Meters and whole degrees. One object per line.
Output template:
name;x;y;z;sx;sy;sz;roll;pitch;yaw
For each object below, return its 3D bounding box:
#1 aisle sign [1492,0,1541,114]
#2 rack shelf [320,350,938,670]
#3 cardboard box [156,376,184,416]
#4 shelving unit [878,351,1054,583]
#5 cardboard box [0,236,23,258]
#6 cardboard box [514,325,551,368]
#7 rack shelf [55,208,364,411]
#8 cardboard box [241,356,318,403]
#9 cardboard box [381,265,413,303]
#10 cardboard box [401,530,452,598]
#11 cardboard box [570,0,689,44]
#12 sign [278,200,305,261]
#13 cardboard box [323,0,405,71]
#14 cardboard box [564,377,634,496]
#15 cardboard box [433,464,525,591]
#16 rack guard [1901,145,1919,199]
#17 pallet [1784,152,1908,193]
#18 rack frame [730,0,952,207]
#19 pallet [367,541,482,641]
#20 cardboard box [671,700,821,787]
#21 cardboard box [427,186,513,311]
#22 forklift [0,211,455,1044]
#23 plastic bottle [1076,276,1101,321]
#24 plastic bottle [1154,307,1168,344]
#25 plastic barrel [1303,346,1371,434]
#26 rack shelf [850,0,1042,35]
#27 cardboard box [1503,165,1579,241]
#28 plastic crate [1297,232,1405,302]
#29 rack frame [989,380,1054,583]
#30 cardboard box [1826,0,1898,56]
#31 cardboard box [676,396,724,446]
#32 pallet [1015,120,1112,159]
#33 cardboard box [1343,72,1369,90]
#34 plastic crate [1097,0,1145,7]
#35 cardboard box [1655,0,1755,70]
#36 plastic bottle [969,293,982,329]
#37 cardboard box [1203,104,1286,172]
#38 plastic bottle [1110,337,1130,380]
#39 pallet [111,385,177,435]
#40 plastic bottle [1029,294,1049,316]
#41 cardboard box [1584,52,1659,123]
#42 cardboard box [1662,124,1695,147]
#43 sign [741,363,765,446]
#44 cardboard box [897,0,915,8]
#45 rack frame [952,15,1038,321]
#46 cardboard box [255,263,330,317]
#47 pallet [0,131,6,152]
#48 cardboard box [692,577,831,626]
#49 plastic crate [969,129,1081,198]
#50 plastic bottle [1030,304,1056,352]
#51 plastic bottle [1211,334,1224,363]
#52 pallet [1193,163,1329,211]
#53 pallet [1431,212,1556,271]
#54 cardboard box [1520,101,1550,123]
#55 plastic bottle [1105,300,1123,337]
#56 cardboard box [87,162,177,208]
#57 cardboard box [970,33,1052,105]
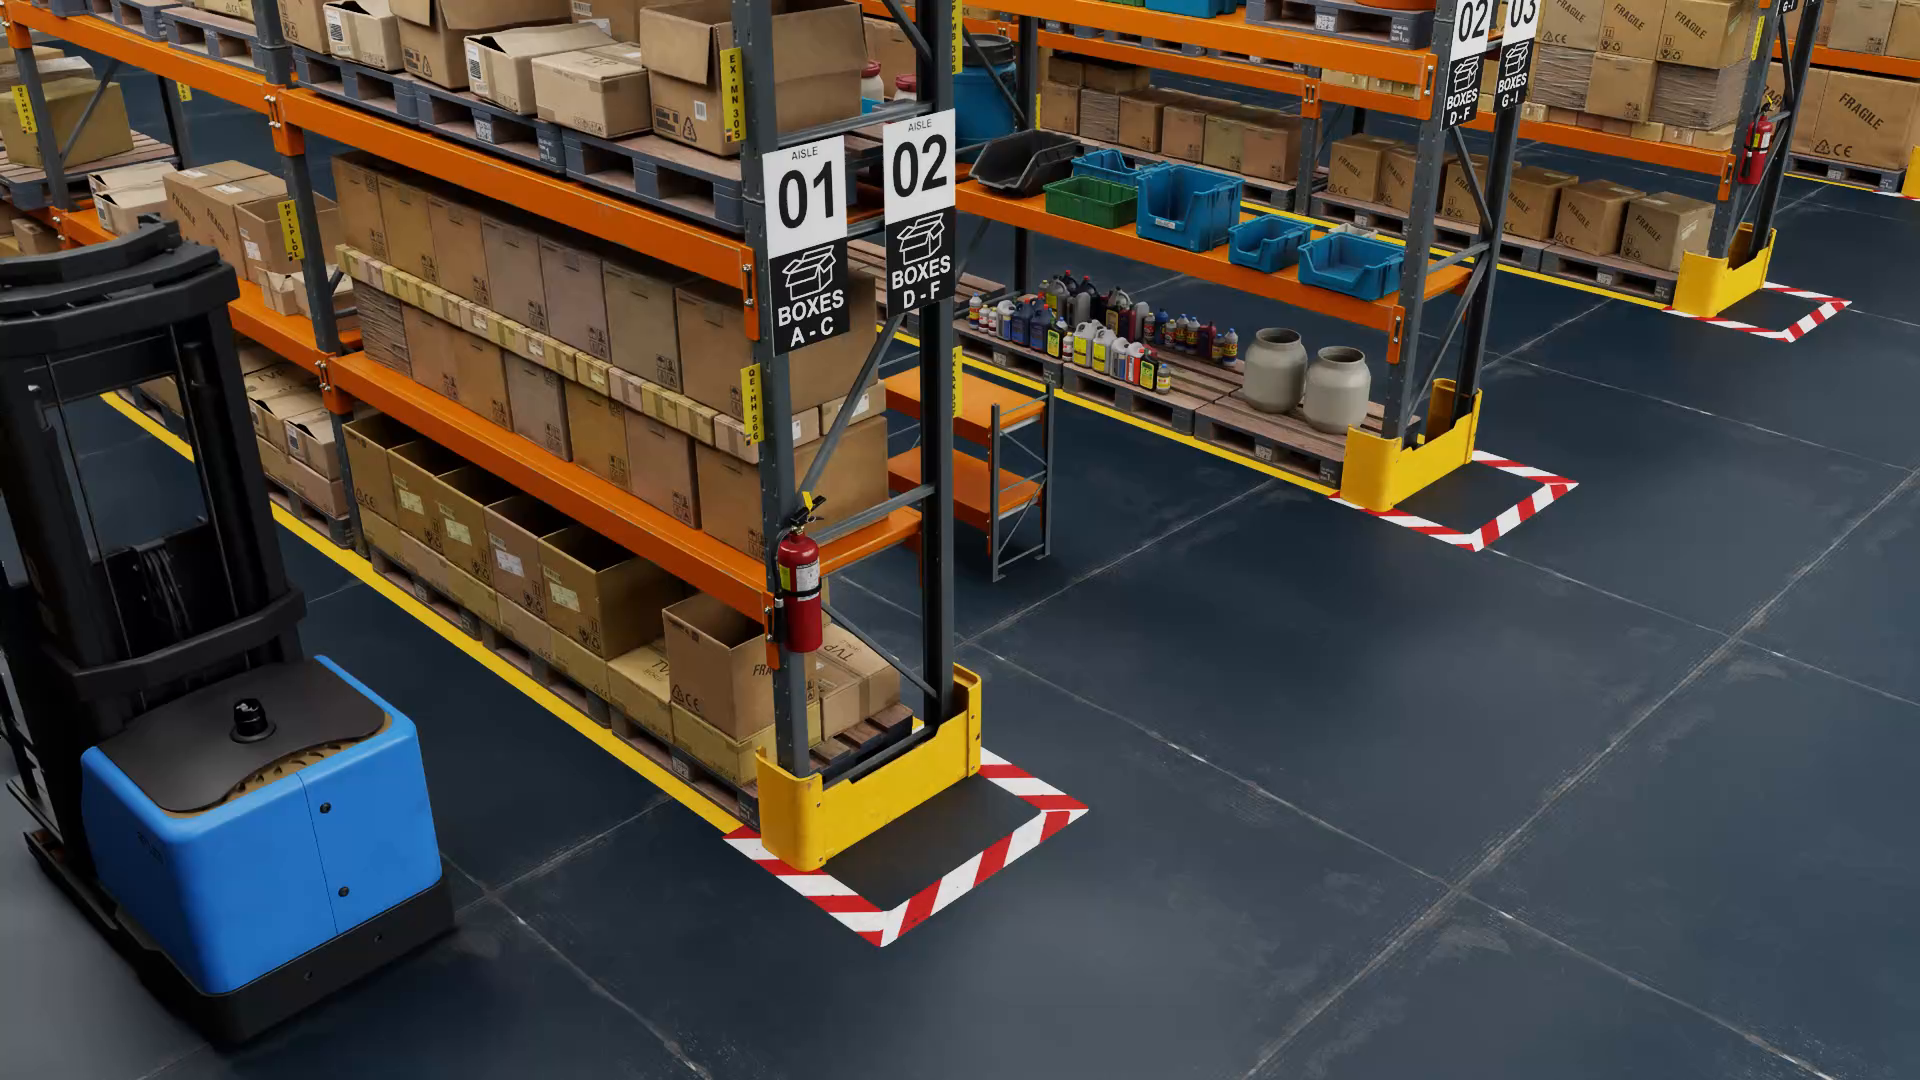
aisle sign;3.311;-2.956;9.856;0.004;0.787;0.394;25;36;38
rack shelf;-1.848;-0.423;8.605;4.000;0.370;1.077;25;36;38
cardboard box;-5.224;-1.069;11.563;0.500;0.250;0.500;23;36;37
shelving unit;-0.005;-0.500;9.992;1.048;1.125;0.538;25;36;38
cardboard box;-7.326;-2.184;13.394;0.500;0.500;0.500;23;35;37
cardboard box;-1.935;-0.987;8.101;0.250;0.149;0.380;24;36;38
rack shelf;-4.700;-1.729;11.087;4.000;0.370;1.077;25;36;38
cardboard box;-4.493;-0.980;10.791;0.500;0.311;0.500;24;36;38
cardboard box;-2.854;-1.408;8.901;0.250;0.149;0.380;23;36;37
cardboard box;-2.803;0.053;9.429;0.500;0.250;0.500;25;36;38
cardboard box;-1.414;-2.342;7.548;0.500;0.500;0.500;25;36;38
sign;-3.647;-1.689;9.079;0.005;0.325;0.100;25;36;38
cardboard box;-2.714;-2.502;8.057;0.500;0.311;0.500;22;35;36
cardboard box;-1.473;-0.624;8.106;0.500;0.500;0.700;25;37;39
cardboard box;-2.449;-0.114;8.941;0.500;0.500;0.500;25;36;38
rack guard;10.093;-3.874;17.081;0.348;0.500;1.175;25;36;38
pallet;9.451;-3.989;17.610;1.213;0.211;1.003;25;36;38
rack frame;-0.421;-2.745;5.801;0.127;3.000;1.000;25;36;38
pallet;-2.736;0.113;9.808;1.213;0.211;1.003;25;36;38
cardboard box;-1.011;0.865;7.885;0.500;0.250;0.500;25;36;38
cardboard box;-2.235;-1.542;8.458;0.500;0.500;0.700;25;36;38
forklift;-3.556;0.065;6.977;3.031;2.935;1.130;24;36;38
plastic bottle;1.000;-1.882;12.980;0.185;0.351;0.144;22;35;36
plastic bottle;1.519;-1.625;12.576;0.097;0.271;0.097;0;28;0
plastic barrel;2.531;-1.006;11.162;0.421;0.512;0.421;0;28;0
rack shelf;-0.604;-6.320;19.820;4.000;0.370;1.077;25;36;38
cardboard box;5.210;-3.059;15.079;0.500;0.500;0.500;-21;34;-35
plastic crate;2.487;-1.730;10.477;0.616;0.251;0.499;25;36;38
rack frame;0.358;-0.334;9.677;0.032;1.125;0.500;25;36;38
cardboard box;9.372;-5.333;17.009;0.550;0.550;0.875;25;36;38
cardboard box;-1.015;-0.567;7.301;0.380;0.149;0.250;-24;36;-38
pallet;1.378;-4.496;18.574;1.213;0.211;1.003;25;36;38
cardboard box;3.786;-4.314;15.501;0.250;0.149;0.380;25;36;38
plastic crate;1.136;-3.666;11.003;0.450;0.188;0.336;25;36;38
cardboard box;5.961;-4.092;13.307;0.500;0.500;0.500;25;36;38
plastic bottle;0.122;-1.775;12.861;0.097;0.271;0.097;0;28;0
cardboard box;2.925;-4.139;17.111;0.500;0.500;0.700;24;36;38
plastic bottle;1.178;-1.311;11.975;0.135;0.276;0.152;23;36;37
pallet;-5.566;-1.184;12.275;1.213;0.211;1.003;25;36;38
plastic bottle;0.587;-1.706;12.645;0.185;0.351;0.144;25;36;38
cardboard box;5.713;-3.863;13.947;0.500;0.500;0.875;25;36;38
cardboard box;6.001;-3.371;13.707;0.250;0.149;0.380;25;36;38
sign;-0.812;-0.531;6.538;0.005;0.325;0.100;25;36;38
cardboard box;-0.428;-6.442;19.171;0.500;0.500;0.500;23;36;37
rack frame;0.202;-3.037;12.803;0.127;3.000;1.000;25;36;38
cardboard box;-4.029;-1.561;10.140;0.258;0.266;0.396;24;36;37
pallet;-7.516;-3.248;13.410;1.213;0.211;1.003;25;36;38
cardboard box;-1.006;0.199;8.347;0.500;0.500;0.500;25;36;38
plastic crate;0.486;-2.797;12.412;0.504;0.338;0.767;25;36;38
plastic bottle;0.621;-1.597;12.437;0.185;0.351;0.144;23;35;36
plastic bottle;1.906;-1.417;12.256;0.097;0.201;0.097;0;28;0
pallet;3.118;-3.700;17.060;1.213;0.211;1.003;25;36;38
pallet;5.052;-2.841;15.426;1.213;0.211;1.003;25;36;38
cardboard box;5.035;-3.744;14.416;0.250;0.149;0.380;25;36;38
plastic bottle;1.177;-1.705;12.715;0.133;0.283;0.061;25;36;38
cardboard box;-5.897;-2.527;11.929;0.500;0.311;0.500;-23;35;-36
cardboard box;0.344;-5.463;19.249;0.875;0.875;1.225;23;35;36
